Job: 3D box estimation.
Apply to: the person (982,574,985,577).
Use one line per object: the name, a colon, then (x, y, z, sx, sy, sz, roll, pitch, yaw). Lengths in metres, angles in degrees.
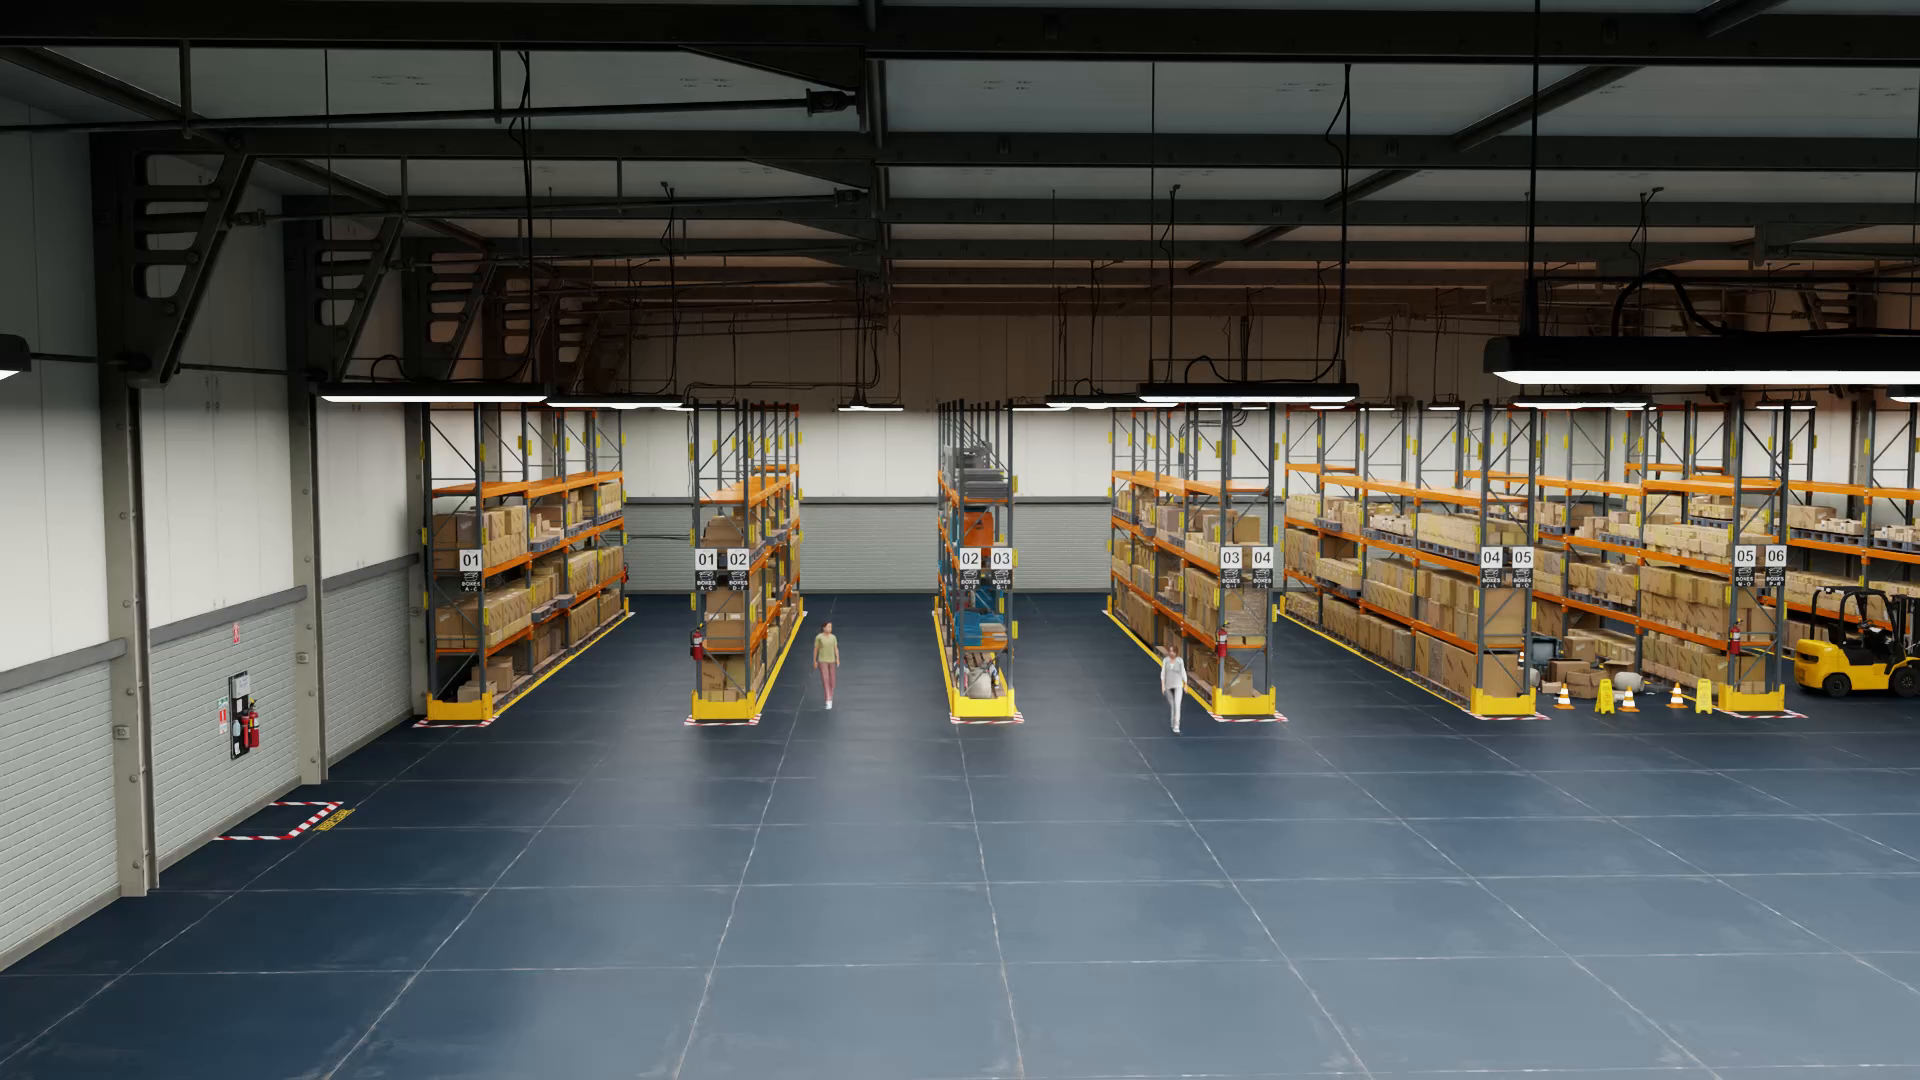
person: (0.522, 1.125, 48.825, 0.658, 1.754, 0.569, 4, 6, 41)

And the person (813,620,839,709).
person: (-2.561, 2.427, 32.635, 0.472, 1.663, 0.762, -2, 5, -27)

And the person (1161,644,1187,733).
person: (3.827, 2.652, 29.901, 0.449, 1.556, 0.911, 2, 5, 22)
